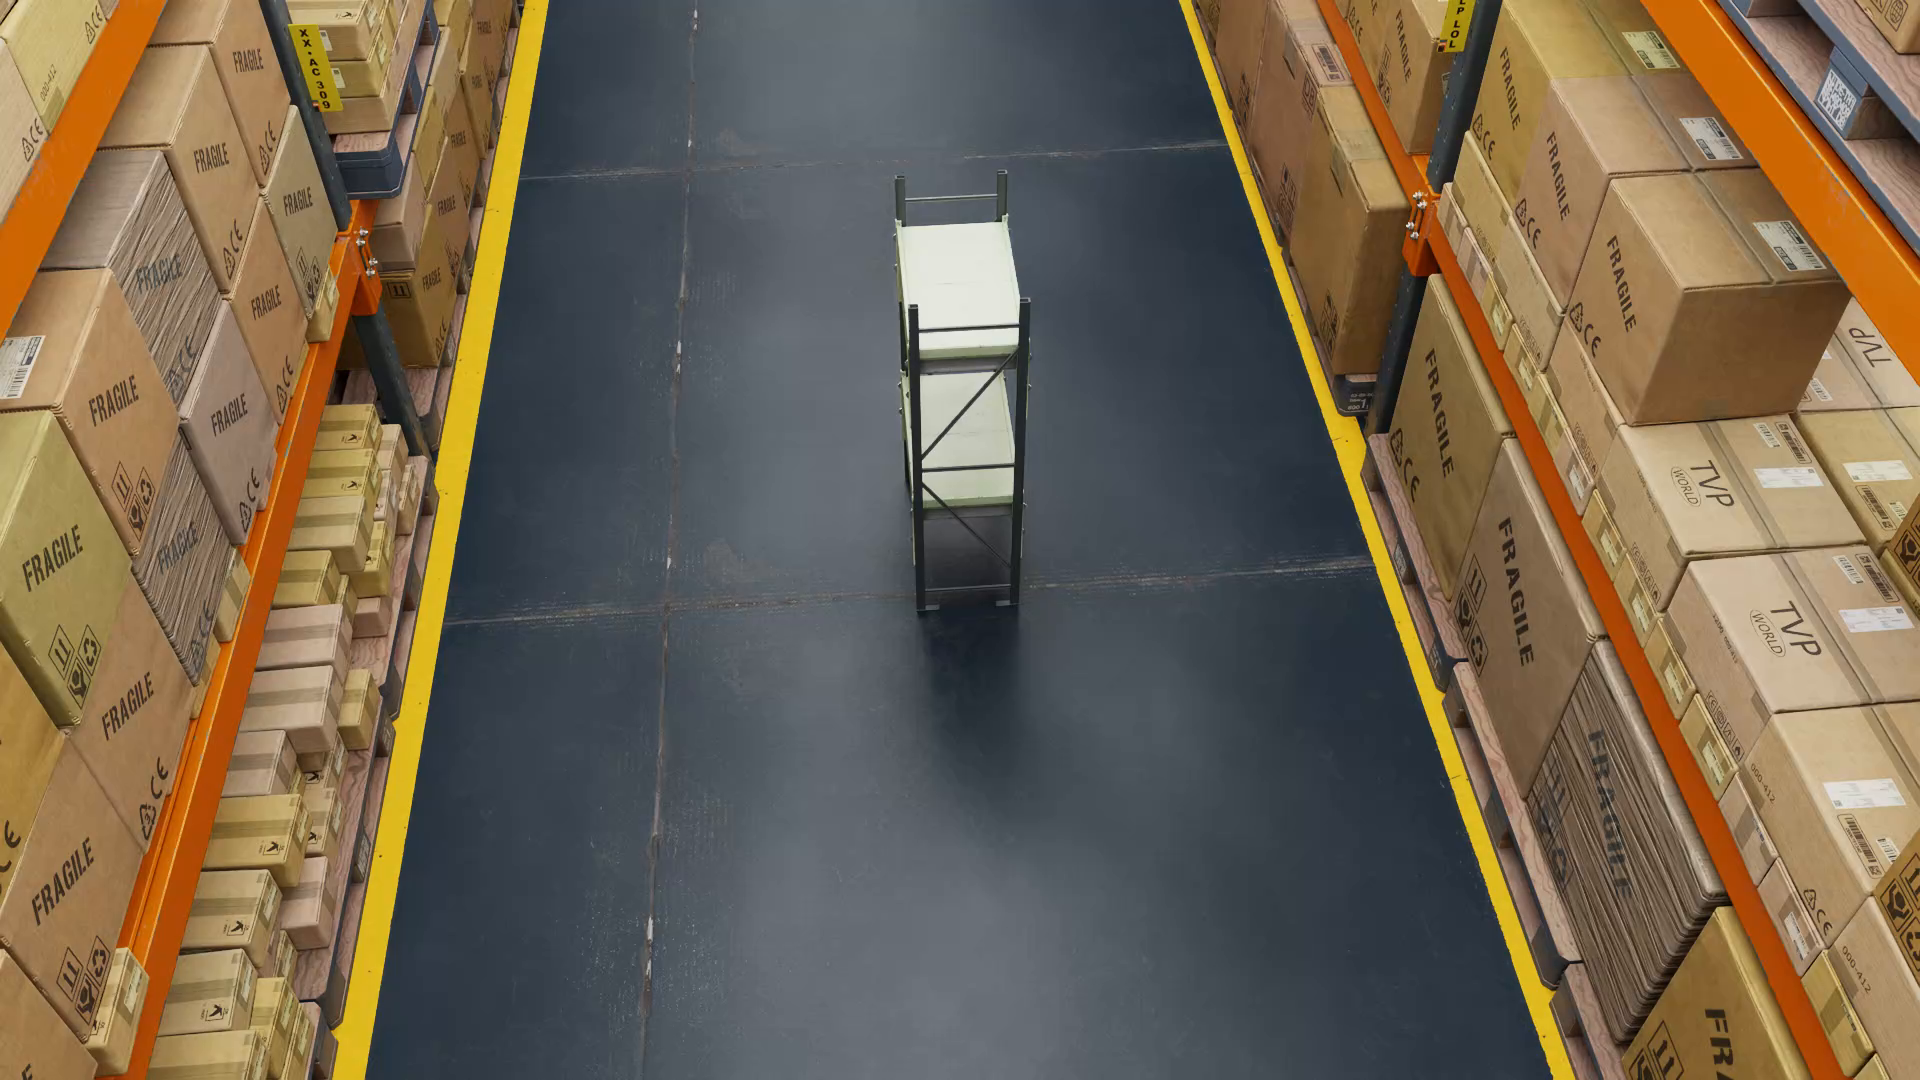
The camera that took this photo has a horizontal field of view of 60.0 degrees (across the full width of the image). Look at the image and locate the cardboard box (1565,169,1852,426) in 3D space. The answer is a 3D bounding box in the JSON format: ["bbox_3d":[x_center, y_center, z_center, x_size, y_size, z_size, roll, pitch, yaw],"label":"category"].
[{"bbox_3d":[2.111,-0.690,4.719,0.500,0.500,0.500,-5,47,-5],"label":"cardboard box"}]

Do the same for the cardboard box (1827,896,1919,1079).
[{"bbox_3d":[2.274,1.032,3.605,0.500,0.250,0.500,-4,47,-4],"label":"cardboard box"}]

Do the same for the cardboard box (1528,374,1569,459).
[{"bbox_3d":[2.027,-0.400,5.236,0.380,0.149,0.250,-4,47,-4],"label":"cardboard box"}]

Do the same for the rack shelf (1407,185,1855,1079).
[{"bbox_3d":[2.411,0.218,4.973,1.077,0.370,4.000,-3,47,-3],"label":"rack shelf"}]

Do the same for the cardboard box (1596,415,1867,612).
[{"bbox_3d":[2.141,-0.079,4.658,0.500,0.250,0.500,-3,47,-3],"label":"cardboard box"}]

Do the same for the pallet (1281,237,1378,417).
[{"bbox_3d":[2.104,-1.071,7.619,1.003,0.211,1.213,-3,47,-3],"label":"pallet"}]

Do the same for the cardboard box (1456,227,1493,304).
[{"bbox_3d":[1.959,-0.966,5.772,0.380,0.149,0.250,-5,47,-5],"label":"cardboard box"}]

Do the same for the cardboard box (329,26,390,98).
[{"bbox_3d":[-2.282,-1.721,5.993,0.380,0.149,0.250,-3,47,-3],"label":"cardboard box"}]

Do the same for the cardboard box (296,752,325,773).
[{"bbox_3d":[-2.322,0.648,5.540,0.380,0.149,0.250,-5,47,-5],"label":"cardboard box"}]

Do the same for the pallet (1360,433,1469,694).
[{"bbox_3d":[2.230,0.037,6.569,1.003,0.211,1.213,-3,47,-3],"label":"pallet"}]

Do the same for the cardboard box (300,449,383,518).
[{"bbox_3d":[-2.357,-0.193,6.131,0.380,0.149,0.250,-3,47,-3],"label":"cardboard box"}]

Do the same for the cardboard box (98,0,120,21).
[{"bbox_3d":[-2.367,-1.527,4.168,0.500,0.250,0.500,-4,47,-3],"label":"cardboard box"}]

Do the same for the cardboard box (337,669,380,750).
[{"bbox_3d":[-2.248,0.600,5.790,0.380,0.149,0.250,-4,47,-3],"label":"cardboard box"}]

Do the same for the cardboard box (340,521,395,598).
[{"bbox_3d":[-2.289,0.082,6.076,0.380,0.149,0.250,-5,47,-5],"label":"cardboard box"}]

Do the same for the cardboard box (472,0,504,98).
[{"bbox_3d":[-2.687,-2.591,8.570,0.500,0.500,0.500,-2,47,-2],"label":"cardboard box"}]

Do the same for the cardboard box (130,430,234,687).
[{"bbox_3d":[-2.282,0.058,4.355,0.500,0.500,0.500,-5,47,-4],"label":"cardboard box"}]

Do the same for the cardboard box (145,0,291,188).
[{"bbox_3d":[-2.398,-1.405,5.052,0.500,0.500,0.500,-5,47,-5],"label":"cardboard box"}]

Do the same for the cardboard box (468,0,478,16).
[{"bbox_3d":[-2.670,-2.841,8.291,0.500,0.250,0.500,-3,47,-3],"label":"cardboard box"}]

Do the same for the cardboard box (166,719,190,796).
[{"bbox_3d":[-2.253,0.541,4.344,0.380,0.149,0.250,-4,47,-4],"label":"cardboard box"}]

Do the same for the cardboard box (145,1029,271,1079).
[{"bbox_3d":[-2.114,1.495,4.532,0.380,0.149,0.250,-4,47,-3],"label":"cardboard box"}]

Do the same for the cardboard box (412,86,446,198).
[{"bbox_3d":[-2.553,-1.727,7.235,0.500,0.250,0.500,-2,47,-2],"label":"cardboard box"}]

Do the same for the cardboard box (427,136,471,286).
[{"bbox_3d":[-2.551,-1.466,7.505,0.500,0.500,0.500,-2,47,-1],"label":"cardboard box"}]

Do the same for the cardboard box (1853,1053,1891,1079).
[{"bbox_3d":[2.221,1.266,3.658,0.380,0.149,0.250,-3,47,-3],"label":"cardboard box"}]

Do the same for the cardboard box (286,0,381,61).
[{"bbox_3d":[-2.282,-1.824,5.885,0.380,0.149,0.250,-1,47,-1],"label":"cardboard box"}]

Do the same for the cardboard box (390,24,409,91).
[{"bbox_3d":[-2.311,-1.819,6.291,0.380,0.149,0.250,-3,47,-3],"label":"cardboard box"}]

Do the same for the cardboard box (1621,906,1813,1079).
[{"bbox_3d":[2.446,1.546,4.394,0.875,0.875,0.875,-3,47,-3],"label":"cardboard box"}]

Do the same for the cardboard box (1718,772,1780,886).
[{"bbox_3d":[2.157,0.715,4.180,0.380,0.149,0.250,-3,47,-3],"label":"cardboard box"}]

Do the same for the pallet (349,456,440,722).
[{"bbox_3d":[-2.616,0.195,6.420,1.003,0.211,1.213,-3,47,-3],"label":"pallet"}]

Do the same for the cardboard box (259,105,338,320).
[{"bbox_3d":[-2.385,-1.052,5.407,0.500,0.500,0.500,-3,47,-3],"label":"cardboard box"}]

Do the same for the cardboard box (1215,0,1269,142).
[{"bbox_3d":[2.013,-2.638,8.357,1.225,0.875,0.875,-3,47,-3],"label":"cardboard box"}]

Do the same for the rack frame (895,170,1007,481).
[{"bbox_3d":[-0.031,-0.785,6.461,0.400,1.500,0.023,-3,47,-3],"label":"rack frame"}]

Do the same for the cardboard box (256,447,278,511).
[{"bbox_3d":[-2.307,-0.210,5.056,0.380,0.149,0.250,-5,47,-5],"label":"cardboard box"}]

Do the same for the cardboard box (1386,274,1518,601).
[{"bbox_3d":[2.219,-0.408,6.244,0.875,0.875,0.875,-3,47,-3],"label":"cardboard box"}]

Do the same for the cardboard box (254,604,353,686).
[{"bbox_3d":[-2.270,0.370,5.598,0.380,0.149,0.250,-6,47,-5],"label":"cardboard box"}]

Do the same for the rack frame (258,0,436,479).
[{"bbox_3d":[-2.707,-1.248,5.866,1.000,3.000,0.127,-3,47,-3],"label":"rack frame"}]

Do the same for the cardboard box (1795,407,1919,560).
[{"bbox_3d":[2.670,-0.113,4.690,0.500,0.250,0.500,-4,47,-4],"label":"cardboard box"}]

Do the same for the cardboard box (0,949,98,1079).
[{"bbox_3d":[-2.134,1.168,3.304,0.500,0.500,0.500,-1,47,-1],"label":"cardboard box"}]

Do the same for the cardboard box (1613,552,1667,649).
[{"bbox_3d":[2.093,0.160,4.705,0.380,0.149,0.250,-3,47,-3],"label":"cardboard box"}]

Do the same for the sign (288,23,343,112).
[{"bbox_3d":[-2.167,-1.584,5.588,0.100,0.325,0.005,-3,47,-3],"label":"sign"}]

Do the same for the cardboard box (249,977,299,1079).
[{"bbox_3d":[-2.149,1.419,4.809,0.380,0.149,0.250,-2,47,-2],"label":"cardboard box"}]

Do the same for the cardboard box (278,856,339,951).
[{"bbox_3d":[-2.191,1.164,5.256,0.380,0.149,0.250,-6,47,-5],"label":"cardboard box"}]

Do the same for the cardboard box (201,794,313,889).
[{"bbox_3d":[-2.207,0.927,5.071,0.380,0.149,0.250,-3,47,-3],"label":"cardboard box"}]

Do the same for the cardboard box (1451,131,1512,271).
[{"bbox_3d":[2.022,-1.171,5.692,0.500,0.250,0.500,-4,47,-4],"label":"cardboard box"}]

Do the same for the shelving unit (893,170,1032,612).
[{"bbox_3d":[-0.001,-0.521,6.210,0.431,1.500,0.755,-3,47,-3],"label":"shelving unit"}]

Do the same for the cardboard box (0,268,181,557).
[{"bbox_3d":[-2.261,-0.286,3.993,0.500,0.500,0.500,-5,47,-5],"label":"cardboard box"}]

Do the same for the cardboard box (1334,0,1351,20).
[{"bbox_3d":[1.847,-2.569,7.048,0.500,0.500,0.500,-4,47,-4],"label":"cardboard box"}]

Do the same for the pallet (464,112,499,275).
[{"bbox_3d":[-2.879,-1.737,8.250,1.003,0.211,1.213,-3,47,-3],"label":"pallet"}]
